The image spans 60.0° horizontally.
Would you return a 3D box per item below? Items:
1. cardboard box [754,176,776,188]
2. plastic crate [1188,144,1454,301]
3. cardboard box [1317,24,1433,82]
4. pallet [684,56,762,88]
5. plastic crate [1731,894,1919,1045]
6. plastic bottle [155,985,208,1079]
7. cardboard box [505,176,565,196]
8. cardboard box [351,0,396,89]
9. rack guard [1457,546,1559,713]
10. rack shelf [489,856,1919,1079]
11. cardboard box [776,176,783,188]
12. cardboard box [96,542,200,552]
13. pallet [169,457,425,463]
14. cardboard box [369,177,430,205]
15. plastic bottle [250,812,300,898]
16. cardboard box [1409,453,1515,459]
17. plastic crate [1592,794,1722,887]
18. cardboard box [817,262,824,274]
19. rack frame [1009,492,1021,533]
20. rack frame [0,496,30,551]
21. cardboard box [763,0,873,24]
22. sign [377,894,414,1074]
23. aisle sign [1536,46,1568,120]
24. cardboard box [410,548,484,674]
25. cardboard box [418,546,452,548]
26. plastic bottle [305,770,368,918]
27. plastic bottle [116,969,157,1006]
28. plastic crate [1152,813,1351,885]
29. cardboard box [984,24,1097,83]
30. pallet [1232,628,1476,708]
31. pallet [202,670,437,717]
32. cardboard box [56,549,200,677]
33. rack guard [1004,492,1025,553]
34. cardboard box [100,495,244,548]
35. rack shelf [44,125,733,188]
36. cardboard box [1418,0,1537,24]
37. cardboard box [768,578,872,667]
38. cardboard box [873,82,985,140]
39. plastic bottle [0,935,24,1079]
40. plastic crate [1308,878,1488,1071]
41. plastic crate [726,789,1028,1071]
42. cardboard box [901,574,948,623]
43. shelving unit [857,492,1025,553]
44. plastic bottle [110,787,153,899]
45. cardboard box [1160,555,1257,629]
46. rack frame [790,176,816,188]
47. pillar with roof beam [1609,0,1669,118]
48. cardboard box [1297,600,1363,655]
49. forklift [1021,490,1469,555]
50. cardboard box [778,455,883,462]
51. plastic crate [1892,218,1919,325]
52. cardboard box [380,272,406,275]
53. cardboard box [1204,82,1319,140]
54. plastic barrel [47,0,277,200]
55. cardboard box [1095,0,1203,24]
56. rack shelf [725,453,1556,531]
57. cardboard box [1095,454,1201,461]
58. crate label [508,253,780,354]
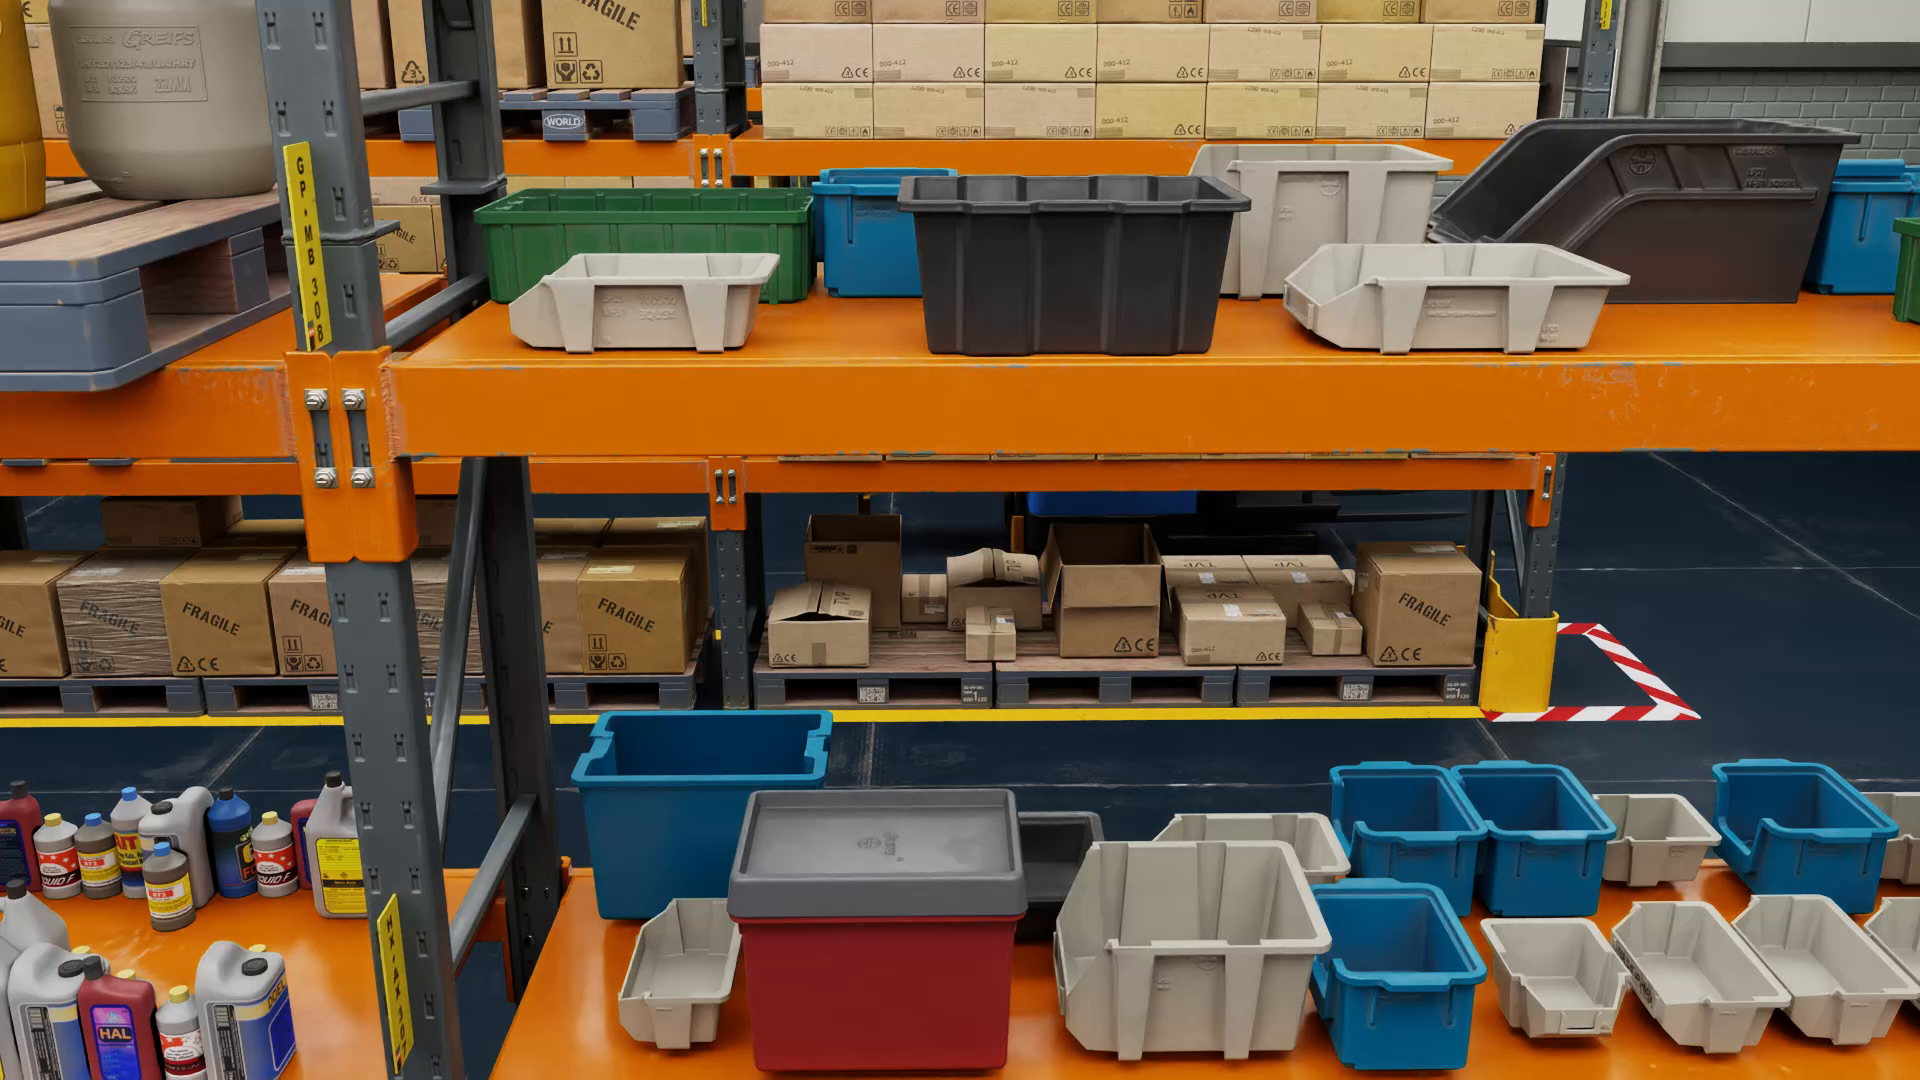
[{"bbox_3d":[-1.678,-2.709,12.671,0.500,0.250,0.500,0,18,0],"label":"cardboard box"},{"bbox_3d":[0.720,-0.683,3.548,0.530,0.282,0.437,0,18,-1],"label":"plastic crate"},{"bbox_3d":[1.857,-2.252,7.674,0.500,0.250,0.500,0,18,-1],"label":"cardboard box"},{"bbox_3d":[-2.131,-3.551,12.611,1.217,0.209,0.805,-1,18,-3],"label":"pallet"},{"bbox_3d":[1.838,0.926,3.584,0.243,0.136,0.396,0,18,-1],"label":"plastic crate"},{"bbox_3d":[-1.563,0.996,3.357,0.097,0.201,0.097,0,18,0],"label":"plastic bottle"},{"bbox_3d":[-3.209,-2.705,12.657,0.500,0.250,0.500,-1,18,-2],"label":"cardboard box"},{"bbox_3d":[-2.972,-2.457,7.871,0.600,0.600,0.600,-1,18,-3],"label":"cardboard box"},{"bbox_3d":[2.790,0.450,8.825,0.348,0.500,1.175,0,18,-1],"label":"rack guard"},{"bbox_3d":[0.941,1.125,3.808,4.000,0.370,1.077,0,18,-1],"label":"rack shelf"},{"bbox_3d":[-1.679,-2.867,13.163,0.500,0.250,0.500,0,18,1],"label":"cardboard box"},{"bbox_3d":[-4.201,0.203,8.876,0.500,0.500,0.500,0,18,1],"label":"cardboard box"},{"bbox_3d":[-3.188,-0.621,8.387,1.213,0.211,1.003,0,18,-1],"label":"pallet"},{"bbox_3d":[-4.219,-2.697,12.632,0.500,0.250,0.500,-1,18,-2],"label":"cardboard box"},{"bbox_3d":[-1.681,0.765,4.078,0.097,0.201,0.097,0,18,0],"label":"plastic bottle"},{"bbox_3d":[2.423,-0.702,8.163,0.500,0.500,0.500,0,18,1],"label":"cardboard box"},{"bbox_3d":[1.688,0.750,4.133,0.298,0.136,0.250,0,18,-1],"label":"plastic crate"},{"bbox_3d":[-0.658,-1.161,7.955,0.500,0.500,0.500,0,18,1],"label":"cardboard box"},{"bbox_3d":[0.362,-0.717,10.827,0.032,1.500,0.500,-1,18,-3],"label":"rack frame"},{"bbox_3d":[-5.133,-0.702,8.324,0.127,3.000,1.000,0,18,-1],"label":"rack frame"},{"bbox_3d":[-0.648,-2.687,7.801,0.500,0.500,0.700,0,18,-1],"label":"cardboard box"},{"bbox_3d":[-1.052,0.828,3.102,0.005,0.325,0.100,0,18,-1],"label":"sign"},{"bbox_3d":[2.930,-2.068,8.328,0.004,0.787,0.394,0,18,-1],"label":"aisle sign"},{"bbox_3d":[-2.618,0.352,8.412,0.500,0.500,0.500,0,18,0],"label":"cardboard box"},{"bbox_3d":[-2.654,0.194,8.904,0.500,0.500,0.500,0,18,0],"label":"cardboard box"},{"bbox_3d":[-1.456,0.718,3.978,0.185,0.351,0.144,0,18,-1],"label":"plastic bottle"},{"bbox_3d":[-1.698,0.978,3.413,0.097,0.201,0.097,0,18,0],"label":"plastic bottle"},{"bbox_3d":[0.678,0.789,4.011,0.466,0.136,0.293,0,18,-1],"label":"plastic crate"},{"bbox_3d":[0.357,-2.244,7.649,0.500,0.250,0.500,0,18,-1],"label":"cardboard box"},{"bbox_3d":[1.993,0.592,8.856,1.213,0.211,1.003,0,18,-1],"label":"pallet"},{"bbox_3d":[-3.169,0.629,8.741,1.213,0.211,1.003,0,18,-1],"label":"pallet"},{"bbox_3d":[-4.150,0.360,8.386,0.500,0.500,0.500,-1,18,-3],"label":"cardboard box"},{"bbox_3d":[0.360,-0.122,11.018,0.087,0.250,0.587,-1,18,-3],"label":"rack guard"},{"bbox_3d":[-4.145,-0.156,8.766,0.500,0.250,0.500,0,18,1],"label":"cardboard box"},{"bbox_3d":[-3.133,-1.797,8.006,4.000,0.370,1.077,0,18,-1],"label":"rack shelf"},{"bbox_3d":[2.353,-2.685,7.795,0.500,0.500,0.700,0,18,-1],"label":"cardboard box"},{"bbox_3d":[-0.710,0.414,8.528,0.500,0.311,0.500,0,18,-1],"label":"cardboard box"},{"bbox_3d":[-0.143,-2.006,7.724,0.500,0.250,0.500,0,18,-1],"label":"cardboard box"},{"bbox_3d":[-1.973,0.920,3.350,0.185,0.351,0.144,0,18,-1],"label":"plastic bottle"},{"bbox_3d":[0.891,0.912,3.469,0.300,0.233,0.416,0,18,-1],"label":"plastic crate"},{"bbox_3d":[-0.162,0.805,3.424,0.583,0.464,0.402,0,18,-1],"label":"plastic crate"},{"bbox_3d":[-0.194,0.318,9.094,0.250,0.149,0.380,0,18,-1],"label":"cardboard box"},{"bbox_3d":[-0.137,-0.707,10.797,1.083,1.500,0.587,-1,18,-3],"label":"shelving unit"},{"bbox_3d":[-2.010,0.733,4.062,0.097,0.271,0.097,0,18,0],"label":"plastic bottle"},{"bbox_3d":[1.318,0.280,9.044,0.500,0.250,0.500,0,18,-1],"label":"cardboard box"},{"bbox_3d":[-1.215,-2.234,13.100,0.127,3.000,1.000,0,18,-1],"label":"rack frame"},{"bbox_3d":[5.538,-4.072,9.009,0.400,9.000,9.100,0,18,-1],"label":"pillar with roof beam"},{"bbox_3d":[1.920,0.452,8.647,0.250,0.166,0.380,0,18,-1],"label":"cardboard box"},{"bbox_3d":[1.916,-1.435,10.723,3.031,2.935,1.130,-1,18,-4],"label":"forklift"},{"bbox_3d":[-0.619,-0.688,8.117,0.500,0.500,0.500,0,18,1],"label":"cardboard box"},{"bbox_3d":[1.959,-0.463,3.016,0.336,0.188,0.450,0,18,-1],"label":"plastic crate"},{"bbox_3d":[-4.363,-2.009,12.779,0.250,0.149,0.380,0,18,1],"label":"cardboard box"},{"bbox_3d":[1.357,-2.009,7.733,0.500,0.250,0.500,0,18,-1],"label":"cardboard box"},{"bbox_3d":[-1.589,-0.975,3.356,0.433,0.535,0.433,0,18,0],"label":"plastic barrel"},{"bbox_3d":[0.852,-2.699,7.840,0.500,0.500,0.700,0,18,-1],"label":"cardboard box"},{"bbox_3d":[0.866,-0.388,8.524,4.000,0.370,1.077,0,18,-1],"label":"rack shelf"},{"bbox_3d":[0.901,-0.696,8.142,0.500,0.500,0.500,-1,18,-2],"label":"cardboard box"},{"bbox_3d":[-0.565,-0.425,2.982,0.466,0.136,0.293,0,18,-1],"label":"crate label"}]
